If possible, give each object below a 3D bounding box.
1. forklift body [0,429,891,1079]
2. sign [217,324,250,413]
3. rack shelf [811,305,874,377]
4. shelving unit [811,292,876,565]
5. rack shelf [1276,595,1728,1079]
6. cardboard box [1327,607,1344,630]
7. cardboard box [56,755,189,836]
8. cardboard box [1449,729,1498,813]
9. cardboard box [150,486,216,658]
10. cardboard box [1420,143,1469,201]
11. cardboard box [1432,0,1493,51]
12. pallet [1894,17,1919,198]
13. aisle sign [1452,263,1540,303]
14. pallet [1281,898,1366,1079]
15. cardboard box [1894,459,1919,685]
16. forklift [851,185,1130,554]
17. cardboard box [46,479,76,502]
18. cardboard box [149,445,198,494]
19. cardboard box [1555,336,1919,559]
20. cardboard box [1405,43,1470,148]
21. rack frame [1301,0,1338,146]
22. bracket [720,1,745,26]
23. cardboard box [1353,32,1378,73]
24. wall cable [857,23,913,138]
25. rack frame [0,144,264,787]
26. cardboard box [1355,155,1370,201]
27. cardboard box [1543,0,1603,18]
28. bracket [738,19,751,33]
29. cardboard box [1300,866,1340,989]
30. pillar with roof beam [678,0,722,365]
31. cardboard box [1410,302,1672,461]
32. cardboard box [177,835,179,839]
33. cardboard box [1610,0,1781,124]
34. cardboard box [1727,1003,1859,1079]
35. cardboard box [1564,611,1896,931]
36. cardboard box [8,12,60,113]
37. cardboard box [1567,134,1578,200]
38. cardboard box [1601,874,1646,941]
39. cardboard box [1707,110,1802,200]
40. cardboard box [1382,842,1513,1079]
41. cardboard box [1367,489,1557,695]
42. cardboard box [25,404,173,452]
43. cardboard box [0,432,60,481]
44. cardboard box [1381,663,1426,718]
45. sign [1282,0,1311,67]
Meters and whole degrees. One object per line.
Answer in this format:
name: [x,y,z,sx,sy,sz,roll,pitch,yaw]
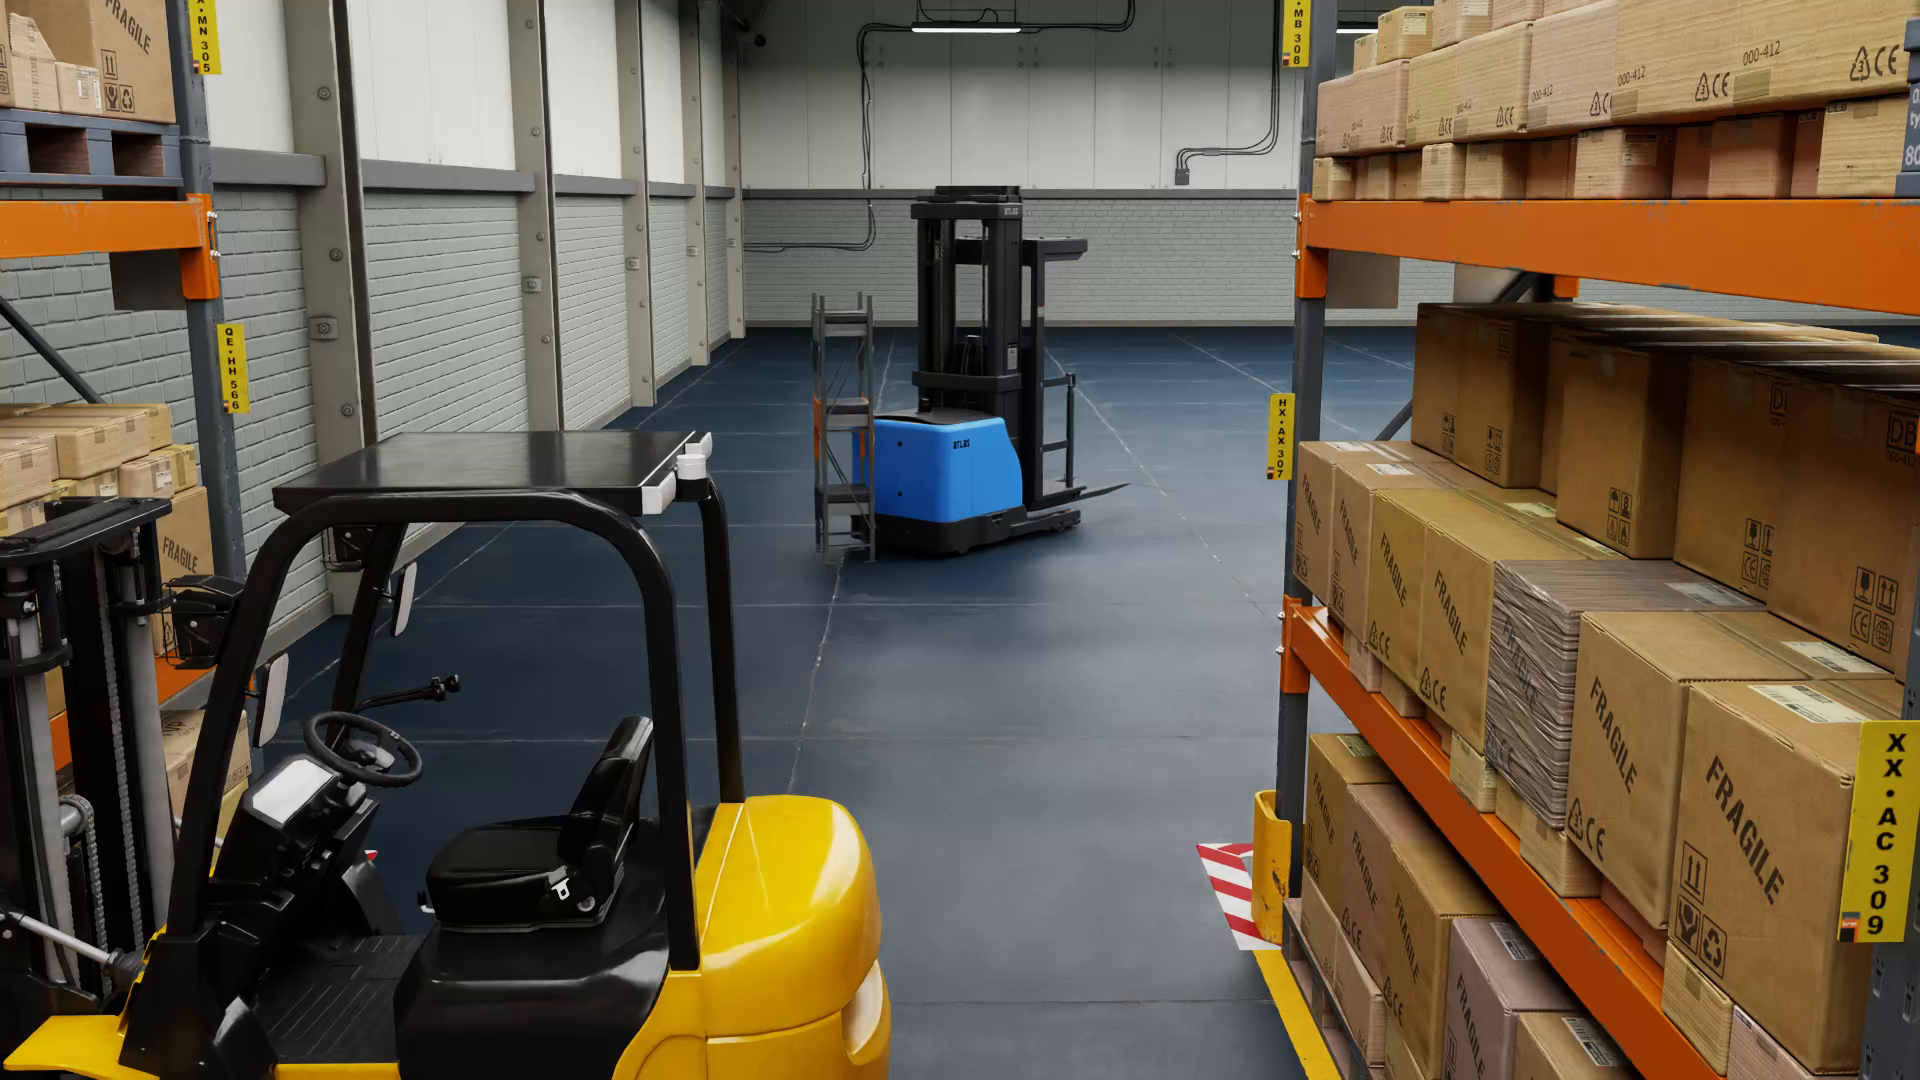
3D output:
forklift body: [-1.348,0.841,4.505,2.313,2.155,1.214,0,11,-1]
sign: [-2.668,-0.628,6.100,0.100,0.325,0.005,0,11,-1]
rack shelf: [-0.923,-1.561,13.021,0.431,0.518,0.480,-2,12,-12]
shelving unit: [-0.923,-0.888,13.157,0.431,2.100,0.503,-2,12,-12]
rack shelf: [1.793,0.784,4.458,1.077,0.370,4.000,0,11,-1]
cardboard box: [1.552,0.226,6.034,0.380,0.149,0.250,0,11,-1]
cardboard box: [-2.873,0.899,5.429,0.500,0.250,0.500,0,11,0]
cardboard box: [1.482,0.586,4.258,0.380,0.149,0.250,0,11,-1]
cardboard box: [-2.938,0.103,5.755,0.500,0.500,0.500,0,11,-2]
cardboard box: [1.465,-0.989,4.475,0.380,0.149,0.250,0,11,-1]
cardboard box: [1.475,-1.381,4.402,0.380,0.149,0.250,0,11,0]
pallet: [1.741,-0.425,1.540,1.213,0.211,1.003,0,11,-1]
aisle sign: [2.040,-1.253,6.154,0.394,0.787,0.004,0,11,-1]
pallet: [1.735,1.578,5.752,1.003,0.211,1.213,0,11,-1]
cardboard box: [2.042,0.056,2.723,0.700,0.500,0.500,0,11,-2]
forklift: [0.401,-1.560,14.378,1.130,2.935,3.031,9,14,37]
cardboard box: [-2.951,-0.092,5.085,0.380,0.149,0.250,0,11,-2]
cardboard box: [-2.924,-0.244,5.833,0.380,0.149,0.250,0,11,0]
cardboard box: [1.968,-0.249,4.225,0.700,0.500,0.500,0,11,-2]
cardboard box: [1.532,-1.204,4.535,0.500,0.250,0.500,0,11,1]
rack frame: [1.752,-2.906,5.749,1.000,3.000,0.127,0,11,-1]
bracket: [-4.301,-9.877,31.058,0.076,0.066,4.783,0,11,-1]
cardboard box: [1.555,-1.632,5.641,0.380,0.149,0.250,0,11,-2]
wall cable: [-0.752,-10.262,37.114,3.097,2.526,0.112,0,11,-1]
rack frame: [-3.211,0.055,6.242,1.000,3.000,0.127,0,11,-1]
cardboard box: [1.529,-1.194,5.485,0.380,0.149,0.250,-1,11,-3]
cardboard box: [1.515,-1.228,3.650,0.380,0.149,0.250,0,11,0]
bracket: [-4.354,-10.389,33.582,0.235,0.232,0.430,0,11,-1]
cardboard box: [1.492,1.338,5.781,0.500,0.250,0.500,0,11,-2]
pillar with roof beam: [-0.289,-7.531,28.548,9.100,9.000,0.548,0,11,-1]
cardboard box: [1.981,-0.550,5.711,0.700,0.500,0.500,-1,11,-3]
cardboard box: [-2.889,1.147,5.461,0.500,0.250,0.500,0,11,-2]
cardboard box: [1.545,-0.900,3.036,0.500,0.250,0.500,0,11,-2]
cardboard box: [1.523,0.890,2.760,0.380,0.149,0.250,0,11,-2]
cardboard box: [1.559,0.445,3.322,0.500,0.500,0.500,0,11,1]
cardboard box: [-2.885,-1.390,4.851,0.396,0.266,0.258,0,11,-1]
cardboard box: [1.595,-0.836,3.721,0.380,0.149,0.250,0,11,0]
cardboard box: [1.592,0.739,3.506,0.380,0.149,0.250,0,11,-2]
cardboard box: [1.576,-0.680,2.956,0.380,0.149,0.250,0,11,-1]
cardboard box: [1.510,1.178,4.680,0.500,0.500,0.500,0,11,0]
cardboard box: [1.510,0.139,4.830,0.500,0.500,0.500,0,11,-2]
cardboard box: [-2.993,-0.387,5.791,0.380,0.149,0.250,0,11,-1]
cardboard box: [-2.993,-0.236,5.049,0.380,0.149,0.250,0,11,-1]
cardboard box: [1.494,0.431,5.023,0.380,0.149,0.250,0,11,0]
sign: [1.209,-1.862,5.949,0.100,0.325,0.005,0,11,-1]
